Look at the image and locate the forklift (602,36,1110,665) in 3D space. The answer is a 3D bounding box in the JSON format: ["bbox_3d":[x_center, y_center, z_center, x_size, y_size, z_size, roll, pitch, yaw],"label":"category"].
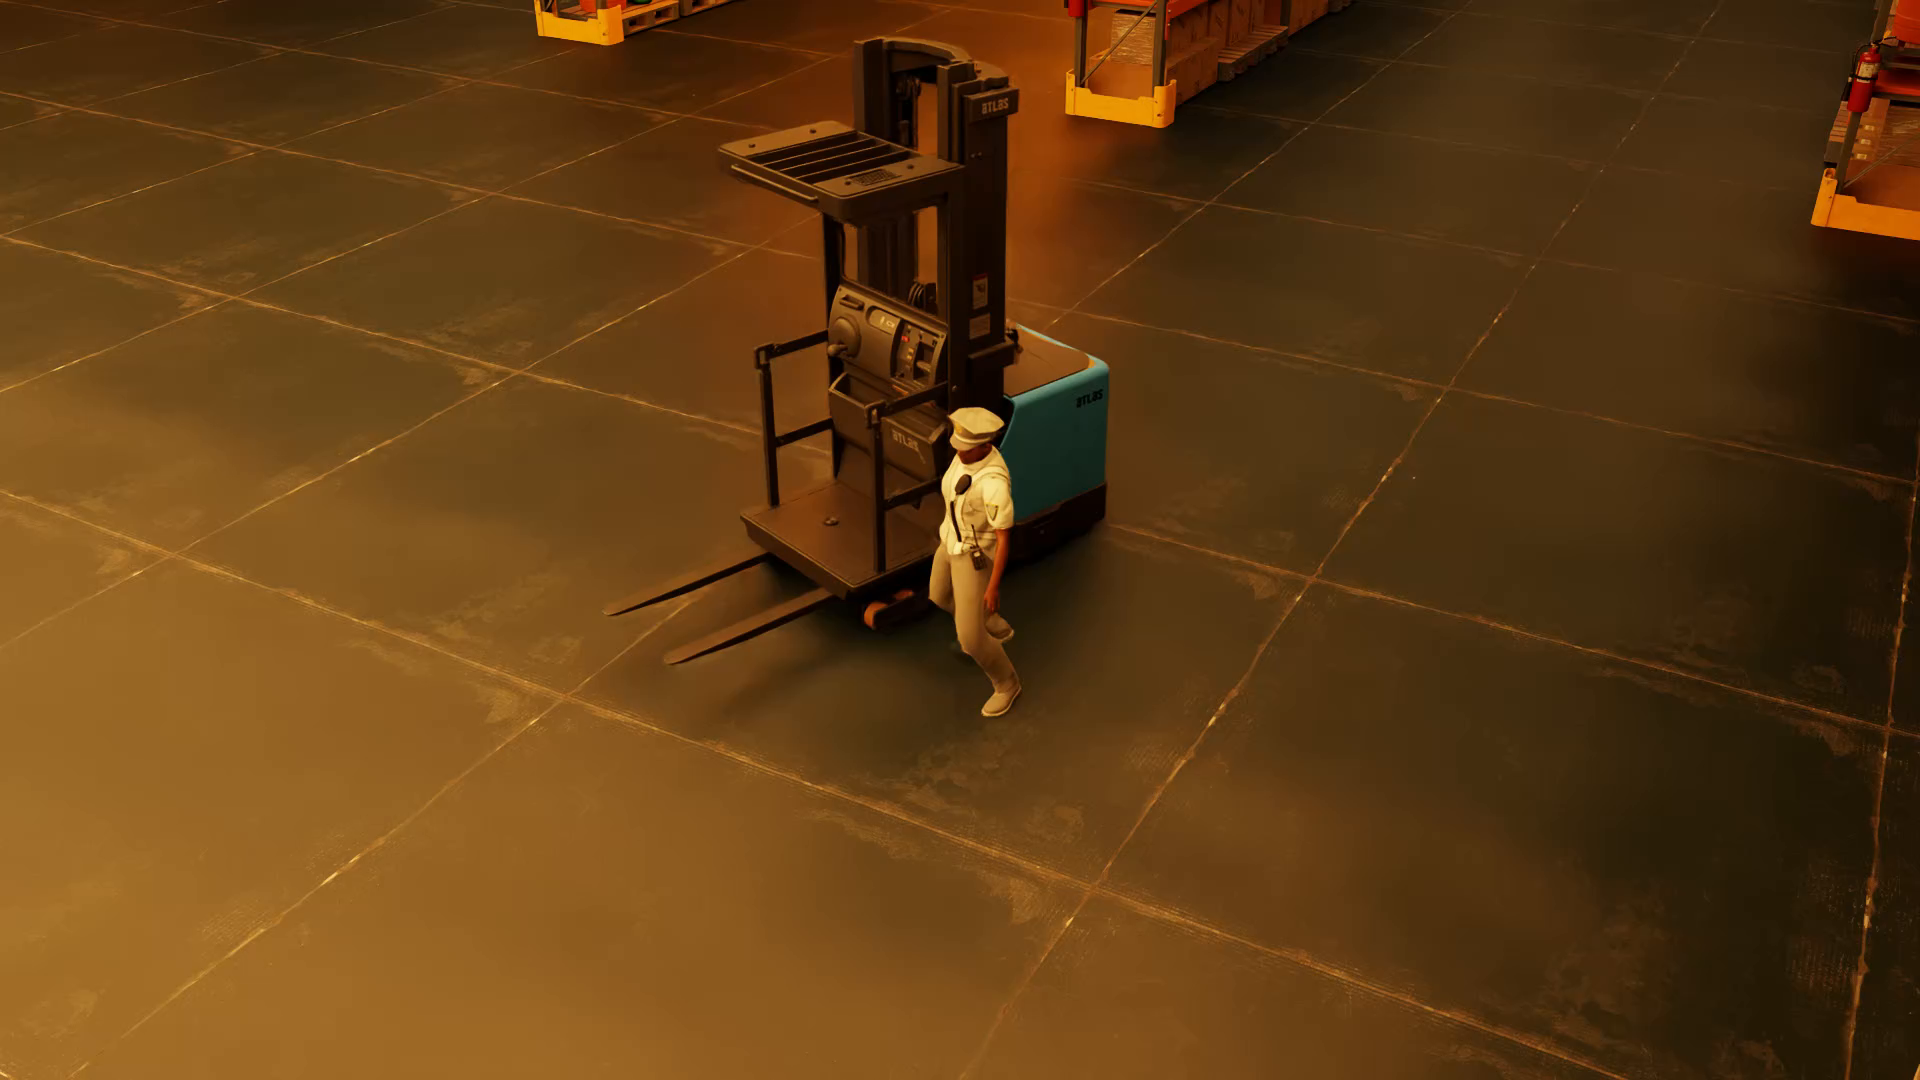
[{"bbox_3d":[-0.557,-1.064,8.914,3.031,2.935,1.130,-23,37,-35],"label":"forklift"}]

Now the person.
[{"bbox_3d":[0.107,0.025,8.392,0.468,1.588,0.798,-8,31,-14],"label":"person"}]
